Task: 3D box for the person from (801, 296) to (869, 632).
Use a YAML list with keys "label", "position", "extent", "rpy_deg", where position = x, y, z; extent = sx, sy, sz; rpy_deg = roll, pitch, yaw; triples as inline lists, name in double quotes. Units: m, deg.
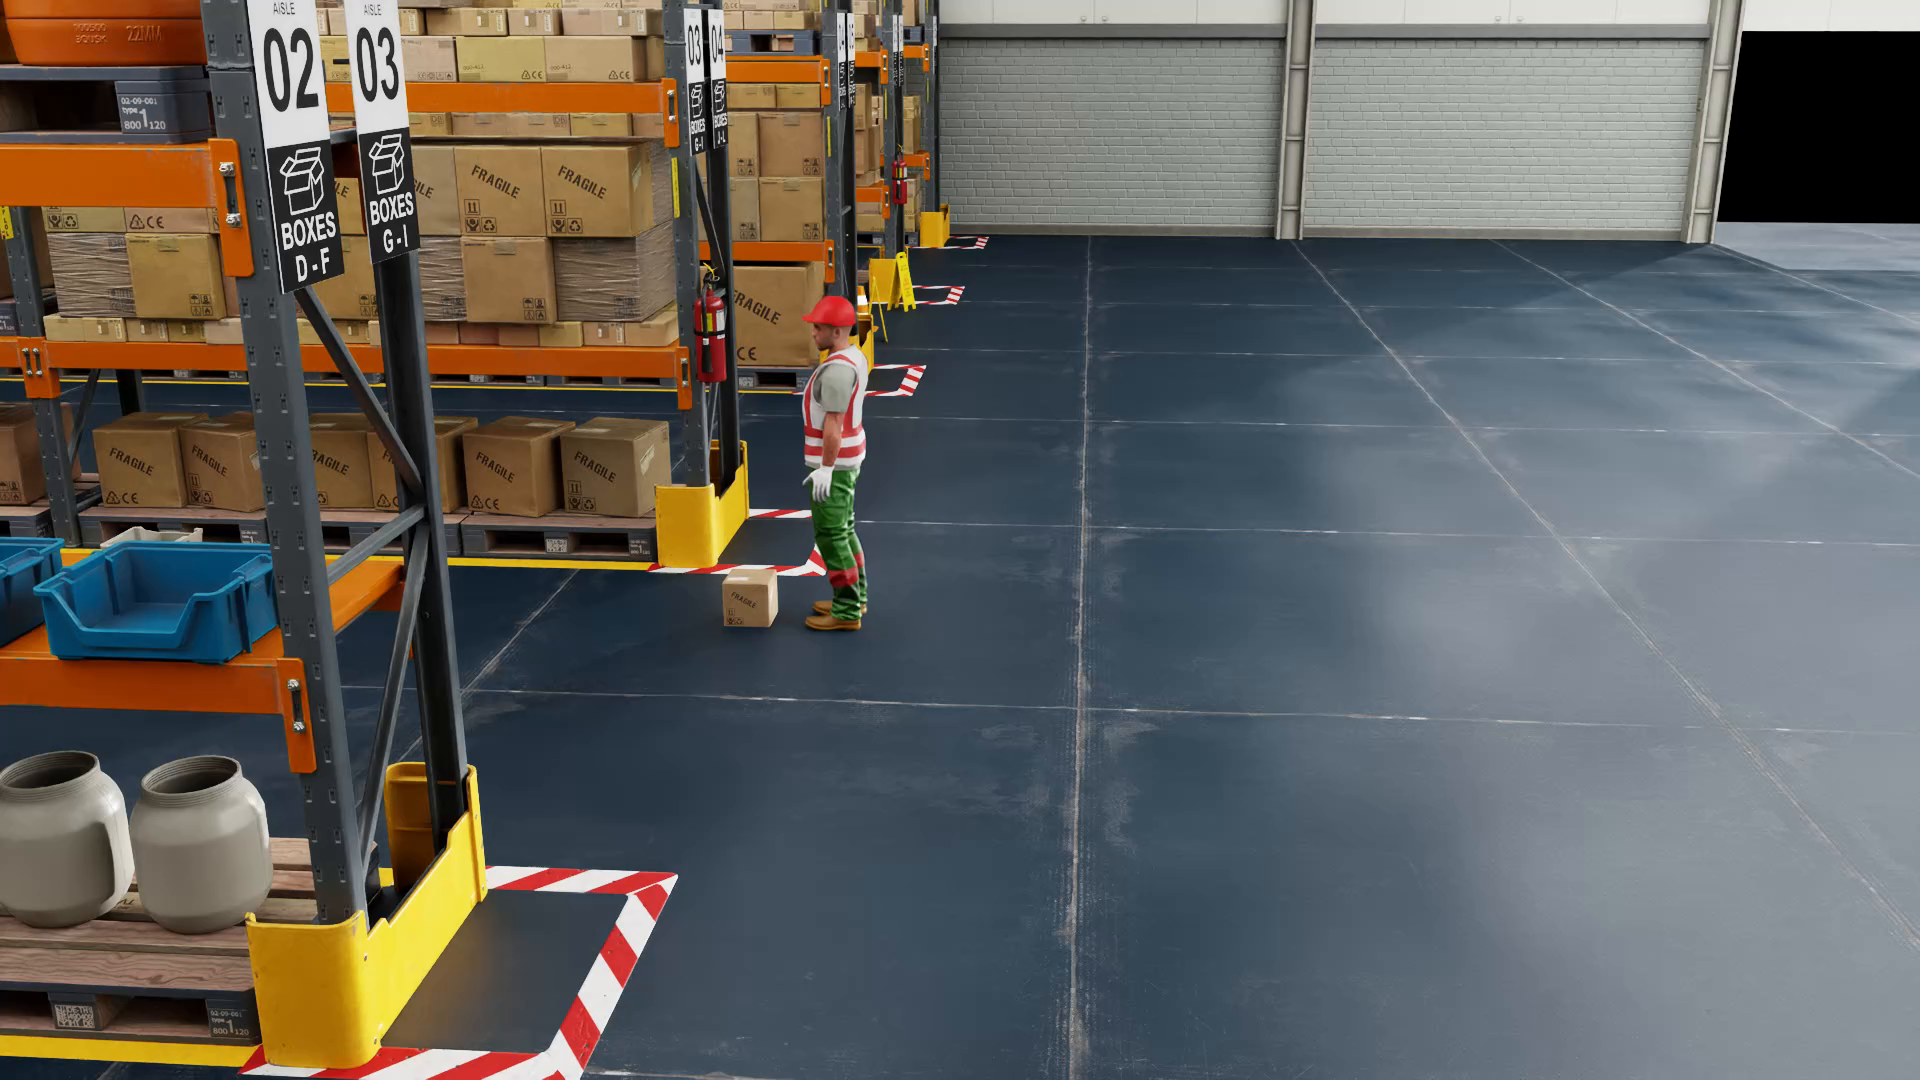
- label: "person"
  position: [-0.661, -0.404, 8.807]
  extent: [0.343, 1.783, 0.525]
  rpy_deg: [2, 17, 5]
